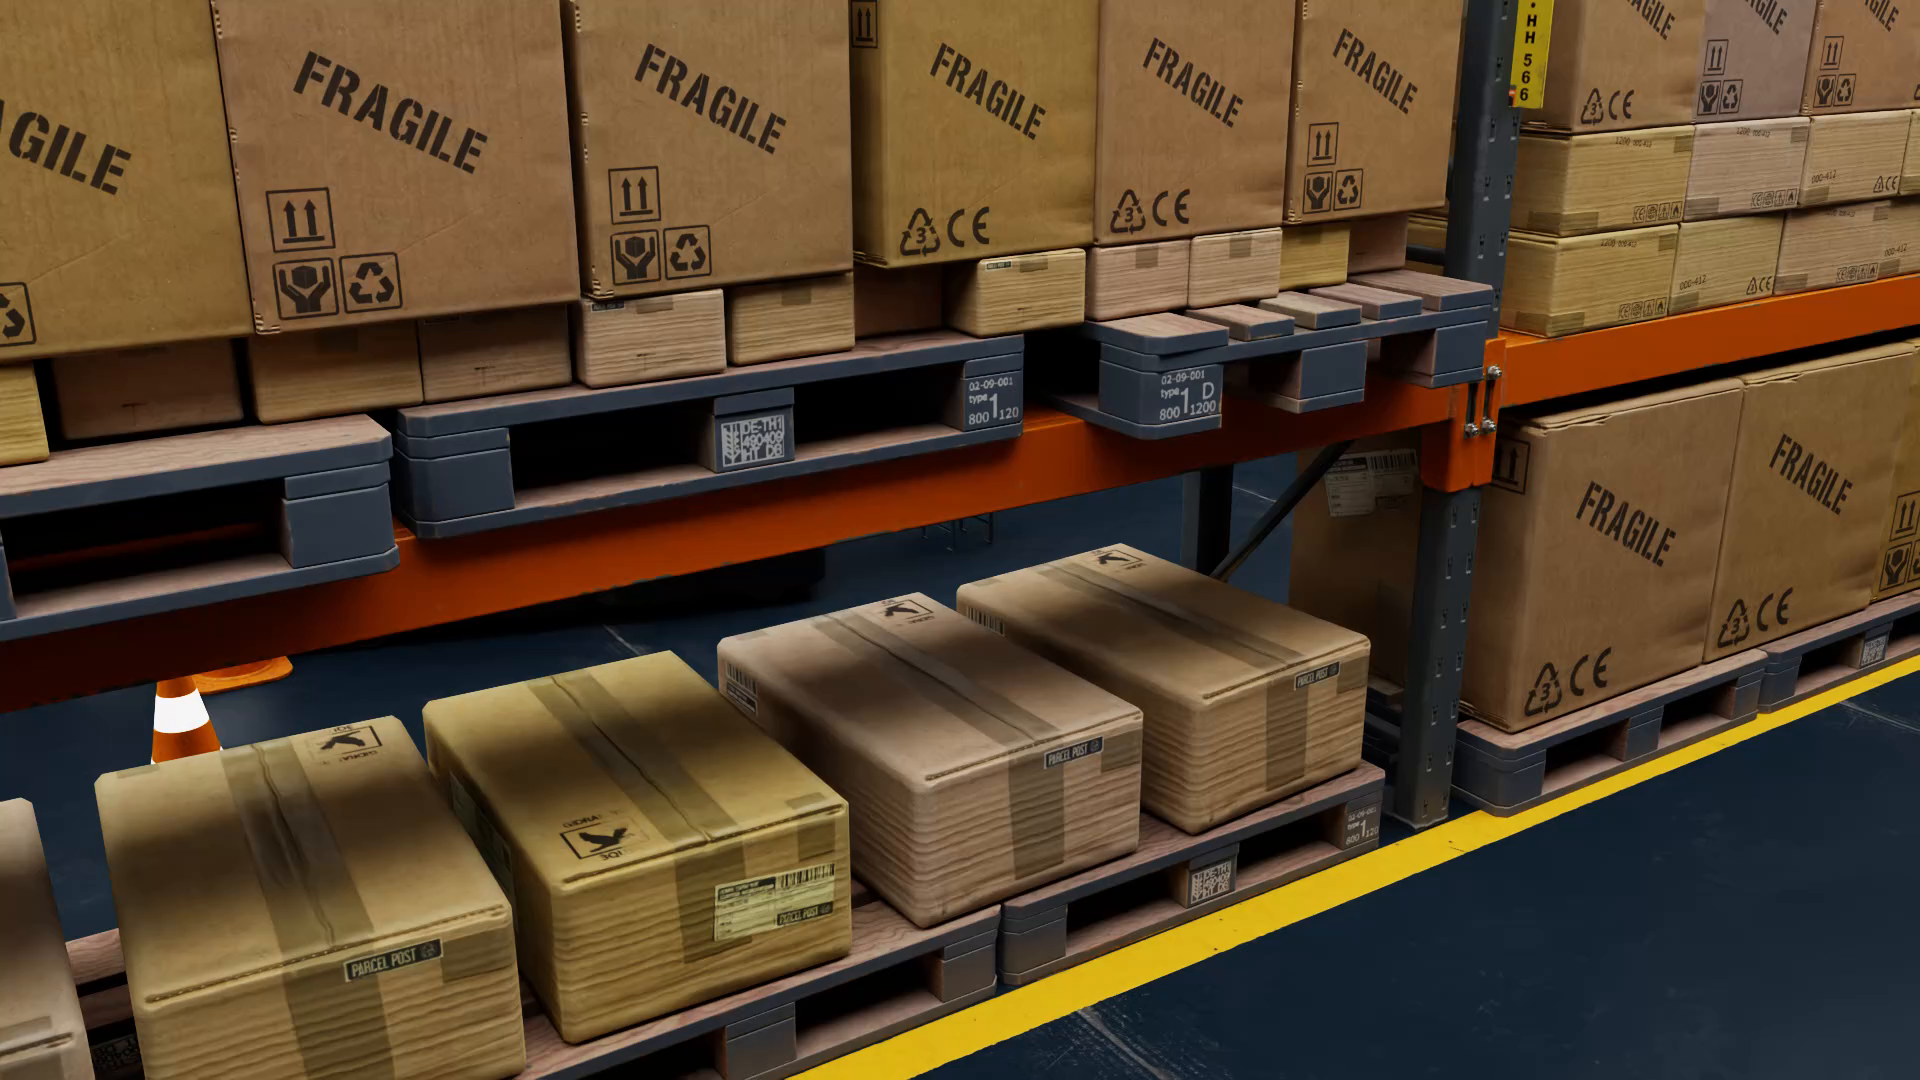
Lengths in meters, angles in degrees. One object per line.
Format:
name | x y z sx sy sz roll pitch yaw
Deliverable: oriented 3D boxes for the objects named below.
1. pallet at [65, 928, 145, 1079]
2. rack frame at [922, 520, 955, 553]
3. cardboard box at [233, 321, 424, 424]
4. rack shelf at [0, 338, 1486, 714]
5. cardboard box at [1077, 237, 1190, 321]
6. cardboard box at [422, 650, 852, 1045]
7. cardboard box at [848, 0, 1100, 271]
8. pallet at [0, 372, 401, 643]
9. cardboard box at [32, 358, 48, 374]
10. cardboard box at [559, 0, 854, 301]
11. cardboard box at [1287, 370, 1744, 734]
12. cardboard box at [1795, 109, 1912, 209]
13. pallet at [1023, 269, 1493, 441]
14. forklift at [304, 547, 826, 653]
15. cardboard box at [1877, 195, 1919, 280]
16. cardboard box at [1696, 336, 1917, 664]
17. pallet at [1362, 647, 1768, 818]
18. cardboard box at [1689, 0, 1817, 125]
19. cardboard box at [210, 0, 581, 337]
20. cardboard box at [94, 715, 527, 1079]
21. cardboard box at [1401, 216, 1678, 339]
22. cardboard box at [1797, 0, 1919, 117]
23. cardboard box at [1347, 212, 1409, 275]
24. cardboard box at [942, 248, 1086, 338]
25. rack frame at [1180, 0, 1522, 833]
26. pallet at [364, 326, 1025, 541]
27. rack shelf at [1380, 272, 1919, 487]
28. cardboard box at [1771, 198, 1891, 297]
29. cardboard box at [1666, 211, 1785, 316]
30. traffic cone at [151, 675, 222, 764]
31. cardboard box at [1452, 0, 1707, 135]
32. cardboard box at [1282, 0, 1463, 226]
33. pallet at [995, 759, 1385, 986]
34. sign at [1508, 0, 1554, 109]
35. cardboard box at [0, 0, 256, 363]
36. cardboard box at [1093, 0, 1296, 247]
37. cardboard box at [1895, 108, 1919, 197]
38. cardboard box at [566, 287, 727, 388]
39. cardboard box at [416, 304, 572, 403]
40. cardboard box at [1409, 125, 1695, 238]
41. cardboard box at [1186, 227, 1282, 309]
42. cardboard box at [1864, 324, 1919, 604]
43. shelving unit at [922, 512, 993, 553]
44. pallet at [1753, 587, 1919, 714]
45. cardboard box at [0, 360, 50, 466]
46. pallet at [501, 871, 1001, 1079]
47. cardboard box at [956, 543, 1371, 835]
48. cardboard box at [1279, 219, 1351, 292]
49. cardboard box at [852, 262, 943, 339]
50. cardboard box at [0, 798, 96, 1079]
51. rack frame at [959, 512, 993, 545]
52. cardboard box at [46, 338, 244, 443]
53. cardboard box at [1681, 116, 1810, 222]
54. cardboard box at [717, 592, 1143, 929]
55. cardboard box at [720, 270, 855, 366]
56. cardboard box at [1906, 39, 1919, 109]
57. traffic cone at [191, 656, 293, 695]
pallet | -1.698 1.104 3.148 1.213 0.211 1.003 -12 22 -31
rack frame | -0.088 -0.550 6.497 0.006 1.200 0.240 -12 22 -31
cardboard box | -1.066 -0.318 2.738 0.250 0.149 0.380 -12 22 -31
rack shelf | -0.677 -0.090 3.452 4.000 0.370 1.077 -12 22 -31
cardboard box | 0.264 -0.578 3.506 0.250 0.149 0.380 -13 23 -34
cardboard box | -0.733 0.623 3.665 0.625 0.372 0.950 -11 22 -30
cardboard box | -0.080 -0.833 3.249 0.500 0.500 0.500 -14 23 -35
pallet | -1.629 -0.084 2.609 1.213 0.211 1.003 -12 22 -31
cardboard box | -1.644 -0.420 3.040 0.250 0.149 0.380 -12 22 -32
cardboard box | -0.537 -0.737 2.966 0.500 0.500 0.500 -13 23 -34
cardboard box | 1.616 -0.075 4.946 0.875 0.875 0.875 -12 22 -32
cardboard box | 2.408 -1.148 4.910 0.500 0.250 0.500 -12 22 -32
pallet | 0.457 -0.539 3.954 1.003 0.211 1.213 -12 22 -31
forklift | -2.070 -1.196 5.705 3.031 2.935 1.130 -5 19 -15
cardboard box | 2.811 -1.005 5.269 0.500 0.250 0.500 -12 22 -31
cardboard box | 2.363 -0.231 5.407 0.875 0.875 0.875 -12 22 -31
pallet | 1.693 0.419 5.177 1.213 0.211 1.003 -12 22 -31
cardboard box | 1.949 -1.416 4.532 0.500 0.500 0.500 -12 22 -31
cardboard box | -0.960 -0.644 2.689 0.500 0.500 0.500 -12 22 -32
cardboard box | -1.312 0.746 3.301 0.625 0.372 0.950 -10 21 -28
cardboard box | 1.540 -0.731 4.459 0.500 0.250 0.500 -12 22 -32
cardboard box | 2.389 -1.503 4.790 0.500 0.500 0.500 -11 22 -30
cardboard box | 0.849 -0.743 3.995 0.250 0.149 0.380 -11 22 -29
cardboard box | 0.042 -0.525 3.352 0.250 0.149 0.380 -11 22 -30
rack frame | 0.993 -0.784 4.379 0.127 3.000 1.000 -12 22 -31
pallet | -0.638 -0.333 3.346 1.213 0.211 1.003 -12 22 -31
rack shelf | 2.664 -0.795 5.536 4.000 0.370 1.077 -12 22 -31
cardboard box | 2.401 -0.917 5.009 0.500 0.250 0.500 -11 22 -30
cardboard box | 1.959 -0.827 4.740 0.500 0.250 0.500 -13 22 -33
traffic cone | -2.082 0.530 4.455 0.334 0.463 0.336 -12 22 -31
cardboard box | 1.540 -1.326 4.266 0.500 0.500 0.500 -13 22 -33
cardboard box | 0.766 -1.016 3.791 0.500 0.500 0.500 -13 22 -33
pallet | 0.340 0.675 4.419 1.213 0.211 1.003 -12 22 -31
sign | 1.300 -1.151 3.782 0.005 0.325 0.100 -12 22 -31
cardboard box | -1.380 -0.560 2.443 0.500 0.500 0.500 -12 22 -31
cardboard box | 0.341 -0.922 3.513 0.500 0.500 0.500 -12 22 -32
cardboard box | 2.838 -1.234 5.164 0.500 0.250 0.500 -11 22 -30
cardboard box | -0.608 -0.394 2.963 0.250 0.149 0.380 -11 22 -29
cardboard box | -0.859 -0.361 2.865 0.250 0.149 0.380 -12 22 -31
cardboard box | 1.552 -0.973 4.391 0.500 0.250 0.500 -12 22 -32
cardboard box | 0.479 -0.620 3.631 0.250 0.149 0.380 -12 22 -32
cardboard box | 3.110 -0.389 5.873 0.875 0.875 0.875 -11 22 -30
shelving unit | -0.012 -0.566 6.545 0.189 1.200 0.258 -12 22 -31
pallet | 2.711 0.205 5.808 1.213 0.211 1.003 -12 22 -31
cardboard box | -1.499 -0.213 2.429 0.250 0.149 0.380 -11 22 -30
pallet | -0.678 0.888 3.788 1.213 0.211 1.003 -12 22 -31
cardboard box | 0.516 0.359 4.446 0.625 0.372 0.950 -14 23 -35
cardboard box | 0.665 -0.676 3.798 0.250 0.149 0.380 -12 22 -31
cardboard box | -0.237 -0.515 3.321 0.250 0.149 0.380 -12 22 -31
cardboard box | -1.911 0.874 2.924 0.625 0.372 0.950 -12 22 -31
rack frame | 0.064 -0.582 6.593 0.006 1.200 0.240 -12 22 -31
cardboard box | -1.304 -0.284 2.637 0.250 0.149 0.380 -10 21 -28
cardboard box | 1.984 -1.063 4.660 0.500 0.250 0.500 -11 22 -30
cardboard box | -0.096 0.491 4.055 0.625 0.372 0.950 -12 22 -32
cardboard box | -0.402 -0.449 3.125 0.250 0.149 0.380 -13 22 -33
cardboard box | 2.812 -1.591 5.050 0.500 0.500 0.500 -12 22 -31
traffic cone | -2.390 0.211 5.397 0.334 0.463 0.336 -12 22 -31
